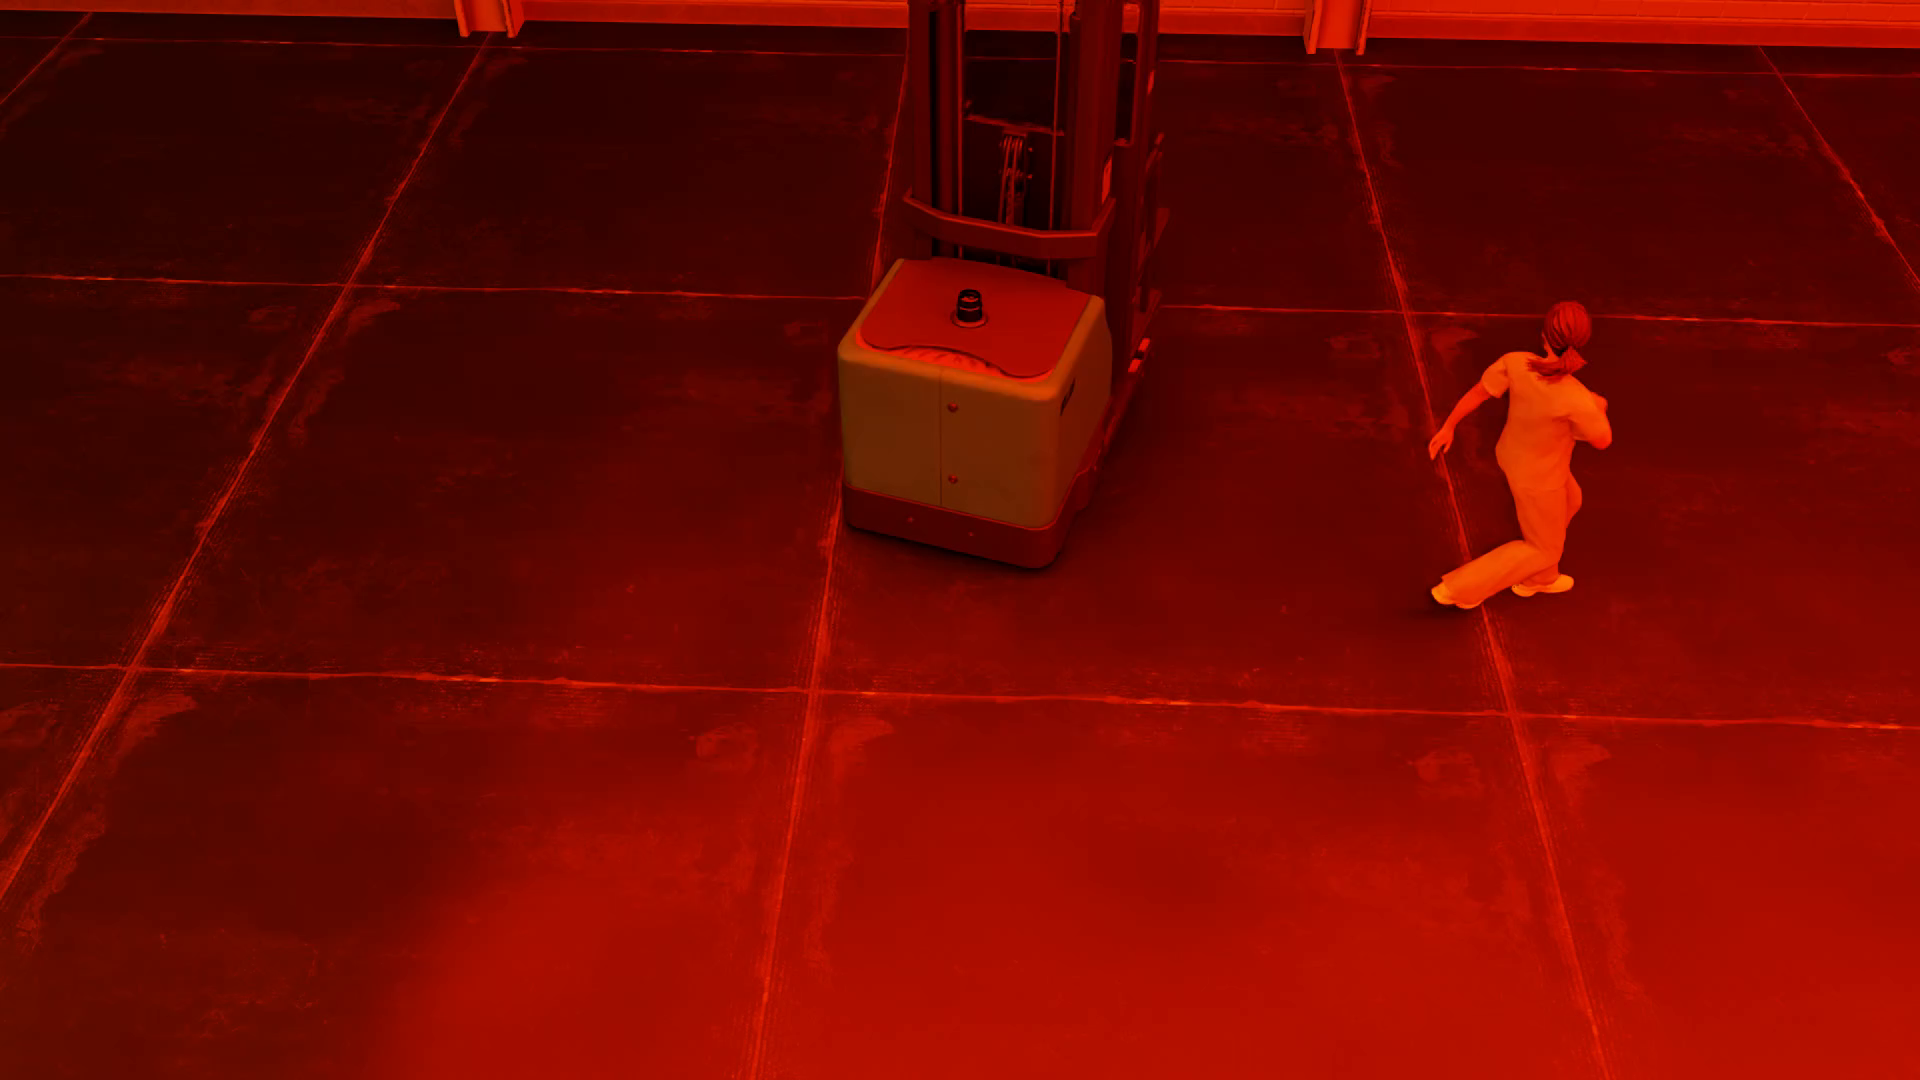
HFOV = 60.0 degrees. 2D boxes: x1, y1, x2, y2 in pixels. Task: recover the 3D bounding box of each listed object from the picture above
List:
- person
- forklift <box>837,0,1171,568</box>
[{"bbox_3d":[2.456,-0.337,7.120,0.774,1.597,0.496,-7,43,-8],"label":"person"},{"bbox_3d":[0.409,-1.959,7.888,1.130,2.935,3.031,13,44,14],"label":"forklift"}]
